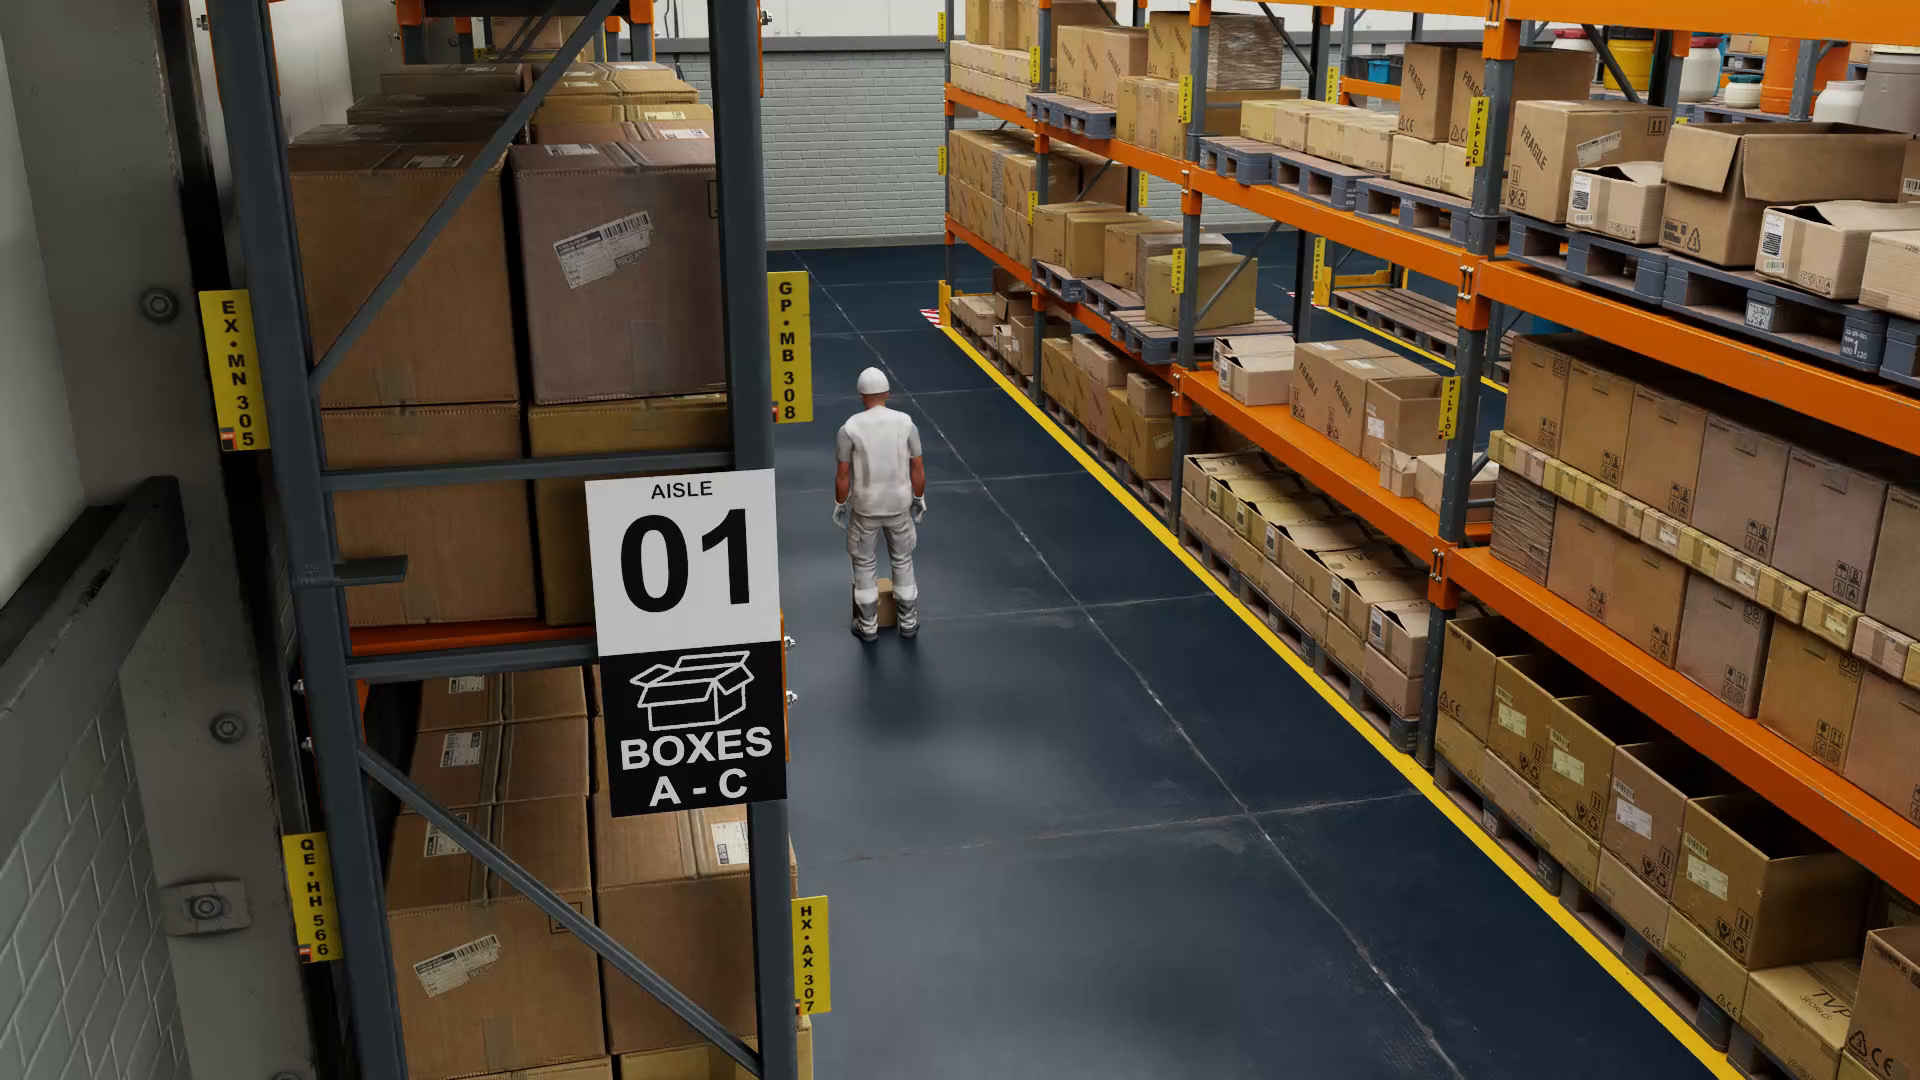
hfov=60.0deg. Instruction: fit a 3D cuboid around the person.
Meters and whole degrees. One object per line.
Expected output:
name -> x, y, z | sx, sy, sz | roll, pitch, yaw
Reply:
person -> -0.513, -0.221, 10.675 | 0.608, 1.779, 0.450 | -4, 20, -12
